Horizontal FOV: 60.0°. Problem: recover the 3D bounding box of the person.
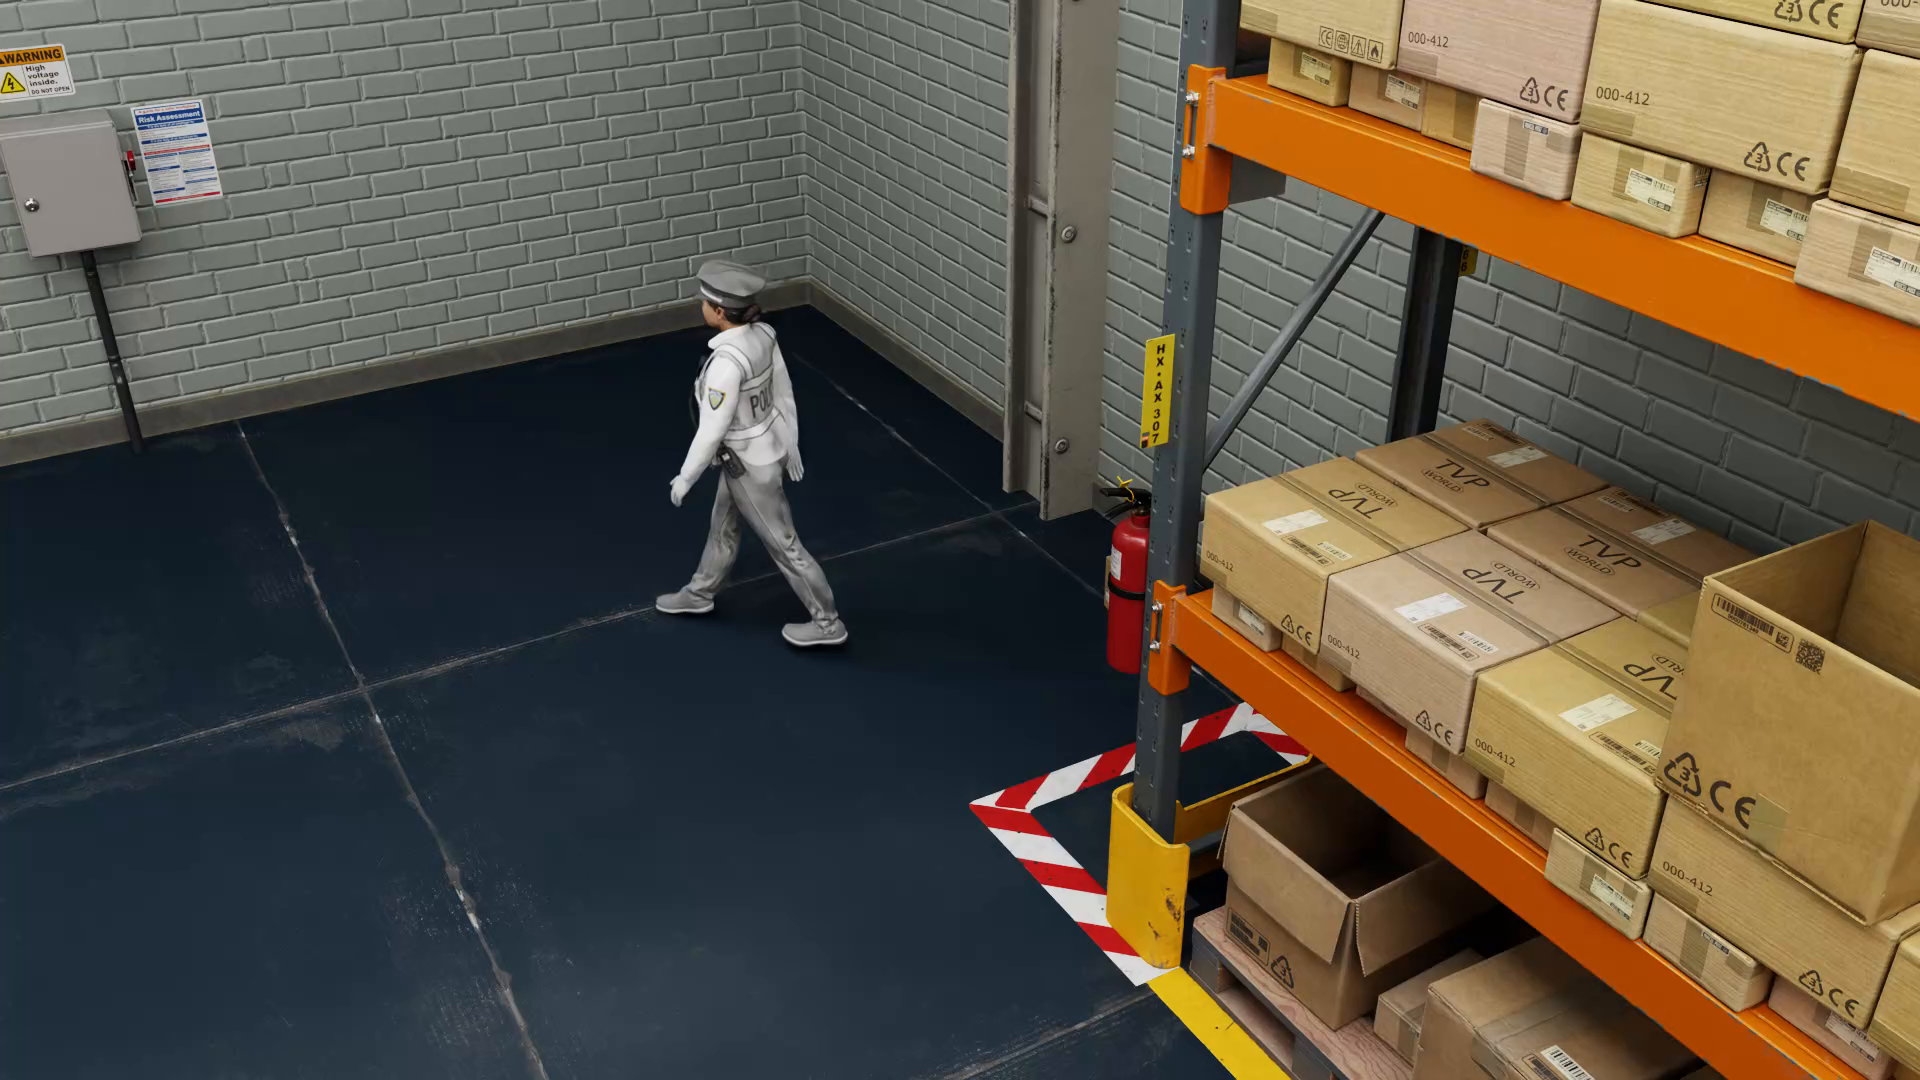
[{"bbox_3d":[-0.913,-0.317,6.664,0.907,1.650,0.513,6,30,10],"label":"person"}]
